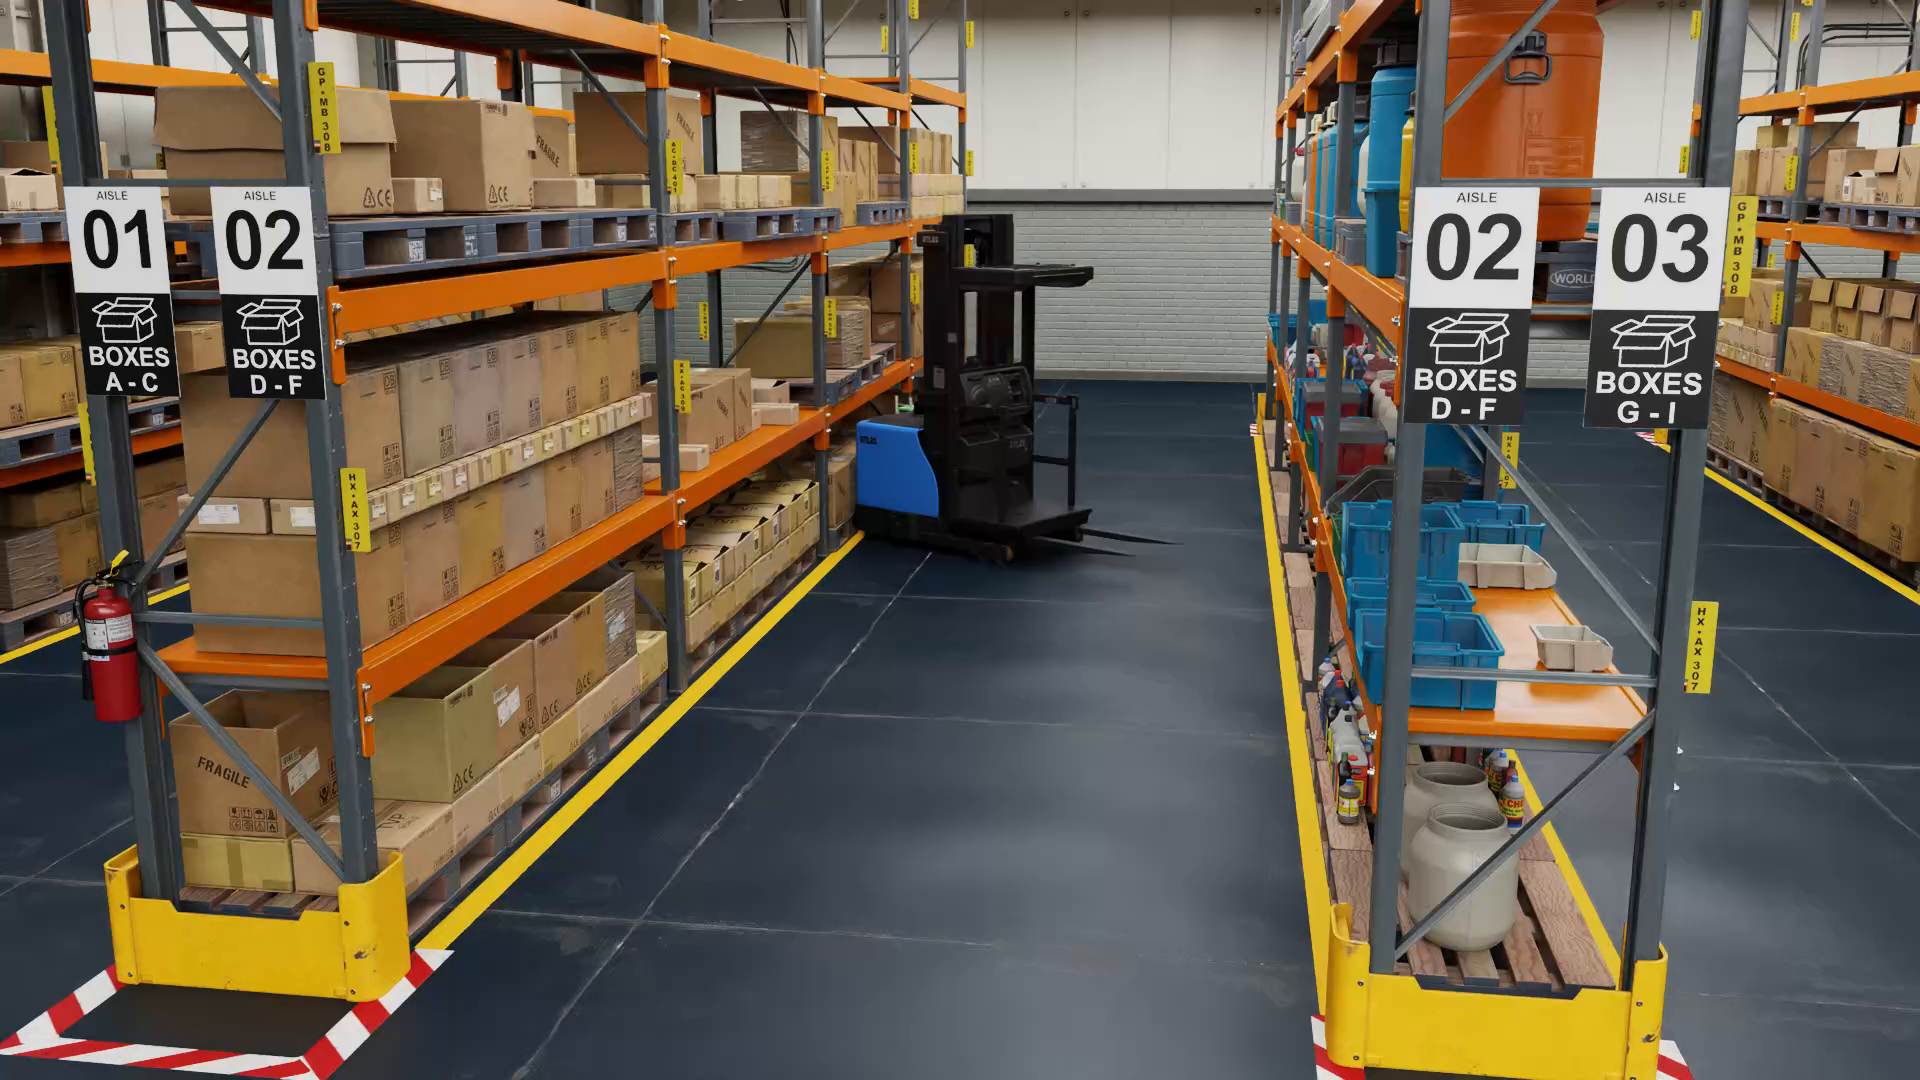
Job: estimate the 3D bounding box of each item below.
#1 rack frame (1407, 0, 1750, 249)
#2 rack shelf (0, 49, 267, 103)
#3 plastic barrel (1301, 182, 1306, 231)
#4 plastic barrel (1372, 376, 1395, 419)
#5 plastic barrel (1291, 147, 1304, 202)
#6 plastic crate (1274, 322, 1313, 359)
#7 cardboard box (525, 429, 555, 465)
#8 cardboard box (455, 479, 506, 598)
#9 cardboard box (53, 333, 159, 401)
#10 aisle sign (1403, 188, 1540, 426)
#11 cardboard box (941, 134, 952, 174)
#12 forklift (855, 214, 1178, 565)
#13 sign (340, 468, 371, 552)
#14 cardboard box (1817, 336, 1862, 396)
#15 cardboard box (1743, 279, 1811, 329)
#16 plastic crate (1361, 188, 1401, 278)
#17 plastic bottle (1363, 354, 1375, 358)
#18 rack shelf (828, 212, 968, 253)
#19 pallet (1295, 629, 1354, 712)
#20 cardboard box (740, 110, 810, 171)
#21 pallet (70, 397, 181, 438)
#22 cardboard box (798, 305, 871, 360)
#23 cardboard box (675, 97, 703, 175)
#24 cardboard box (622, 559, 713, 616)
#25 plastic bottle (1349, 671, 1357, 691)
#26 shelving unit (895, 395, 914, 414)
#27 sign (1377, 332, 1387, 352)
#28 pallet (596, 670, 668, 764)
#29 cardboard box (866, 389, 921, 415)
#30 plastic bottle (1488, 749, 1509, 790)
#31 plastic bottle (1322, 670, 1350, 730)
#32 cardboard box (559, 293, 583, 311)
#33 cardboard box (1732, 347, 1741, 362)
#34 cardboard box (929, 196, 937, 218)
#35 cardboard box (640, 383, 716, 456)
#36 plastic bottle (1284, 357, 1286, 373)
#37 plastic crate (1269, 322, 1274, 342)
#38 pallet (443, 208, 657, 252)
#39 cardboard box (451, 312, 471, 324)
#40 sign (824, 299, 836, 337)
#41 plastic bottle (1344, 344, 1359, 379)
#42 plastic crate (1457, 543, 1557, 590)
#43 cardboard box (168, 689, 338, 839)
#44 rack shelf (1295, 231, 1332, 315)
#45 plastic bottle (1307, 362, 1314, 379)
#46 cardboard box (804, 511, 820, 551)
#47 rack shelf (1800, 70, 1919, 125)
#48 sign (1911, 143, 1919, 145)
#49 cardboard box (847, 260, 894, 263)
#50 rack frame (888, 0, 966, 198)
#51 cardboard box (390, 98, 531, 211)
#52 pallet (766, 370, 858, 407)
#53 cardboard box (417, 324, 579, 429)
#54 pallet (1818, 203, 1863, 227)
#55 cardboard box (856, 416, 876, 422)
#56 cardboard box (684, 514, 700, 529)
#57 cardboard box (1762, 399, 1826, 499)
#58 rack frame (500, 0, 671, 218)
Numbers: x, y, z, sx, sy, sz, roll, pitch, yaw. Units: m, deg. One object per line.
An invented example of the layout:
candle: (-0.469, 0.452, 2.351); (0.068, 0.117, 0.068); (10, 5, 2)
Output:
rack frame: (2.011, -2.445, 5.233); (1.000, 3.000, 0.127); (2, 12, 9)
rack shelf: (-6.855, -3.467, 12.636); (1.077, 0.370, 4.000); (2, 12, 9)
plastic barrel: (2.891, -2.644, 13.011); (0.421, 0.512, 0.421); (0, 12, 0)
plastic barrel: (3.230, -0.923, 12.148); (0.421, 0.512, 0.421); (0, 12, 0)
plastic barrel: (3.528, -3.647, 16.611); (0.433, 0.535, 0.433); (0, 12, 0)
plastic crate: (3.592, -2.140, 17.954); (0.392, 0.384, 0.575); (2, 12, 9)
cardboard box: (-2.332, -0.489, 8.620); (0.380, 0.149, 0.250); (2, 12, 11)
cardboard box: (-2.640, -0.031, 8.039); (0.700, 0.500, 0.500); (2, 12, 9)
cardboard box: (-6.780, -1.404, 13.363); (0.700, 0.500, 0.500); (2, 12, 9)
aisle sign: (1.707, -0.777, 5.567); (0.394, 0.787, 0.004); (2, 12, 9)
cardboard box: (-0.485, -4.900, 21.138); (0.700, 0.500, 0.500); (2, 12, 9)
forklift: (0.479, -1.347, 14.543); (3.031, 2.935, 1.130); (10, 16, 39)
sign: (-2.335, -0.116, 6.425); (0.100, 0.325, 0.005); (2, 12, 9)
cardboard box: (8.279, -1.602, 15.325); (0.500, 0.500, 0.500); (2, 12, 7)
cardboard box: (8.638, -2.497, 17.585); (0.500, 0.500, 0.500); (2, 12, 9)
plastic crate: (2.007, -1.377, 7.438); (0.392, 0.384, 0.575); (2, 12, 9)
plastic bottle: (3.982, -1.676, 16.200); (0.152, 0.276, 0.135); (2, 12, 9)
rack shelf: (-0.729, -3.702, 19.896); (1.077, 0.370, 4.000); (2, 12, 9)
pallet: (2.709, 0.854, 10.787); (1.003, 0.211, 1.213); (2, 12, 9)
cardboard box: (-1.579, -3.433, 14.330); (0.500, 0.500, 0.500); (2, 12, 9)
pallet: (-6.812, -0.991, 13.184); (1.003, 0.211, 1.213); (2, 12, 9)
cardboard box: (-1.248, -2.056, 16.434); (0.700, 0.500, 0.500); (-1, 12, -6)
cardboard box: (-2.069, -2.717, 11.197); (0.500, 0.500, 0.500); (3, 13, 14)
cardboard box: (-1.958, 0.281, 11.025); (0.500, 0.311, 0.500); (2, 12, 9)
plastic bottle: (2.227, 0.892, 9.395); (0.061, 0.283, 0.133); (2, 12, 9)
shelving unit: (-0.354, -0.826, 16.232); (0.503, 1.200, 0.258); (-10, 16, -40)
sign: (4.400, -2.127, 17.343); (0.100, 0.325, 0.005); (2, 12, 9)
pallet: (-2.431, 1.021, 10.009); (1.003, 0.211, 1.213); (2, 12, 9)
cardboard box: (-0.753, -1.557, 20.237); (0.797, 0.503, 0.637); (2, 12, 9)
plastic bottle: (2.666, 1.147, 8.238); (0.097, 0.271, 0.097); (0, 12, 0)
plastic bottle: (2.092, 0.890, 9.244); (0.144, 0.351, 0.185); (2, 12, 10)
cardboard box: (-5.487, -3.052, 21.579); (0.980, 0.700, 0.700); (2, 12, 8)
cardboard box: (8.632, -2.015, 18.076); (0.380, 0.149, 0.250); (2, 12, 10)
cardboard box: (-0.559, -3.865, 19.302); (0.500, 0.250, 0.500); (2, 12, 9)
cardboard box: (-2.052, -0.824, 11.715); (0.500, 0.500, 0.500); (3, 12, 13)
plastic bottle: (3.359, -1.798, 16.944); (0.097, 0.201, 0.097); (0, 12, 0)
plastic crate: (3.906, -2.475, 19.871); (0.416, 0.233, 0.300); (2, 12, 9)
pallet: (-2.373, -1.751, 9.343); (1.003, 0.211, 1.213); (2, 12, 9)
cardboard box: (-5.754, -2.431, 18.418); (0.500, 0.500, 0.500); (2, 12, 8)
sign: (-1.103, -1.887, 14.139); (0.100, 0.325, 0.005); (2, 12, 9)
plastic bottle: (3.868, -1.750, 16.368); (0.144, 0.351, 0.185); (2, 12, 9)
plastic crate: (2.627, 0.131, 8.150); (0.530, 0.136, 0.437); (2, 12, 9)
cardboard box: (-3.094, 0.978, 7.343); (0.500, 0.500, 0.500); (2, 12, 9)
rack shelf: (2.934, -1.876, 11.421); (1.077, 0.370, 4.000); (2, 12, 9)
plastic bottle: (3.229, -1.490, 15.321); (0.061, 0.283, 0.133); (2, 12, 9)
cardboard box: (-1.492, -0.082, 14.042); (0.500, 0.250, 0.500); (2, 12, 10)
rack shelf: (8.443, -3.819, 14.266); (1.077, 0.370, 4.000); (2, 12, 9)
sign: (9.289, -3.707, 16.236); (0.100, 0.325, 0.005); (2, 12, 9)
cardboard box: (-1.061, -3.034, 19.598); (0.500, 0.500, 0.500); (2, 12, 9)
rack frame: (-0.422, -5.937, 21.436); (1.000, 3.000, 0.127); (2, 12, 9)
cardboard box: (-2.357, -1.799, 7.791); (0.500, 0.500, 0.500); (2, 12, 9)
pallet: (-1.617, -1.388, 15.026); (1.213, 0.211, 1.003); (2, 12, 9)
cardboard box: (-2.484, -0.887, 8.929); (0.700, 0.500, 0.500); (2, 12, 9)
pallet: (8.659, -3.030, 15.523); (0.805, 0.209, 1.217); (1, 12, 6)
cardboard box: (-0.830, -1.052, 17.902); (0.500, 0.500, 0.500); (2, 12, 8)
cardboard box: (-2.255, -0.052, 12.568); (0.500, 0.311, 0.500); (2, 12, 8)
cardboard box: (8.672, -0.882, 16.270); (1.225, 0.875, 0.875); (2, 12, 9)
rack frame: (-2.267, -3.439, 9.845); (1.000, 3.000, 0.127); (2, 12, 9)
